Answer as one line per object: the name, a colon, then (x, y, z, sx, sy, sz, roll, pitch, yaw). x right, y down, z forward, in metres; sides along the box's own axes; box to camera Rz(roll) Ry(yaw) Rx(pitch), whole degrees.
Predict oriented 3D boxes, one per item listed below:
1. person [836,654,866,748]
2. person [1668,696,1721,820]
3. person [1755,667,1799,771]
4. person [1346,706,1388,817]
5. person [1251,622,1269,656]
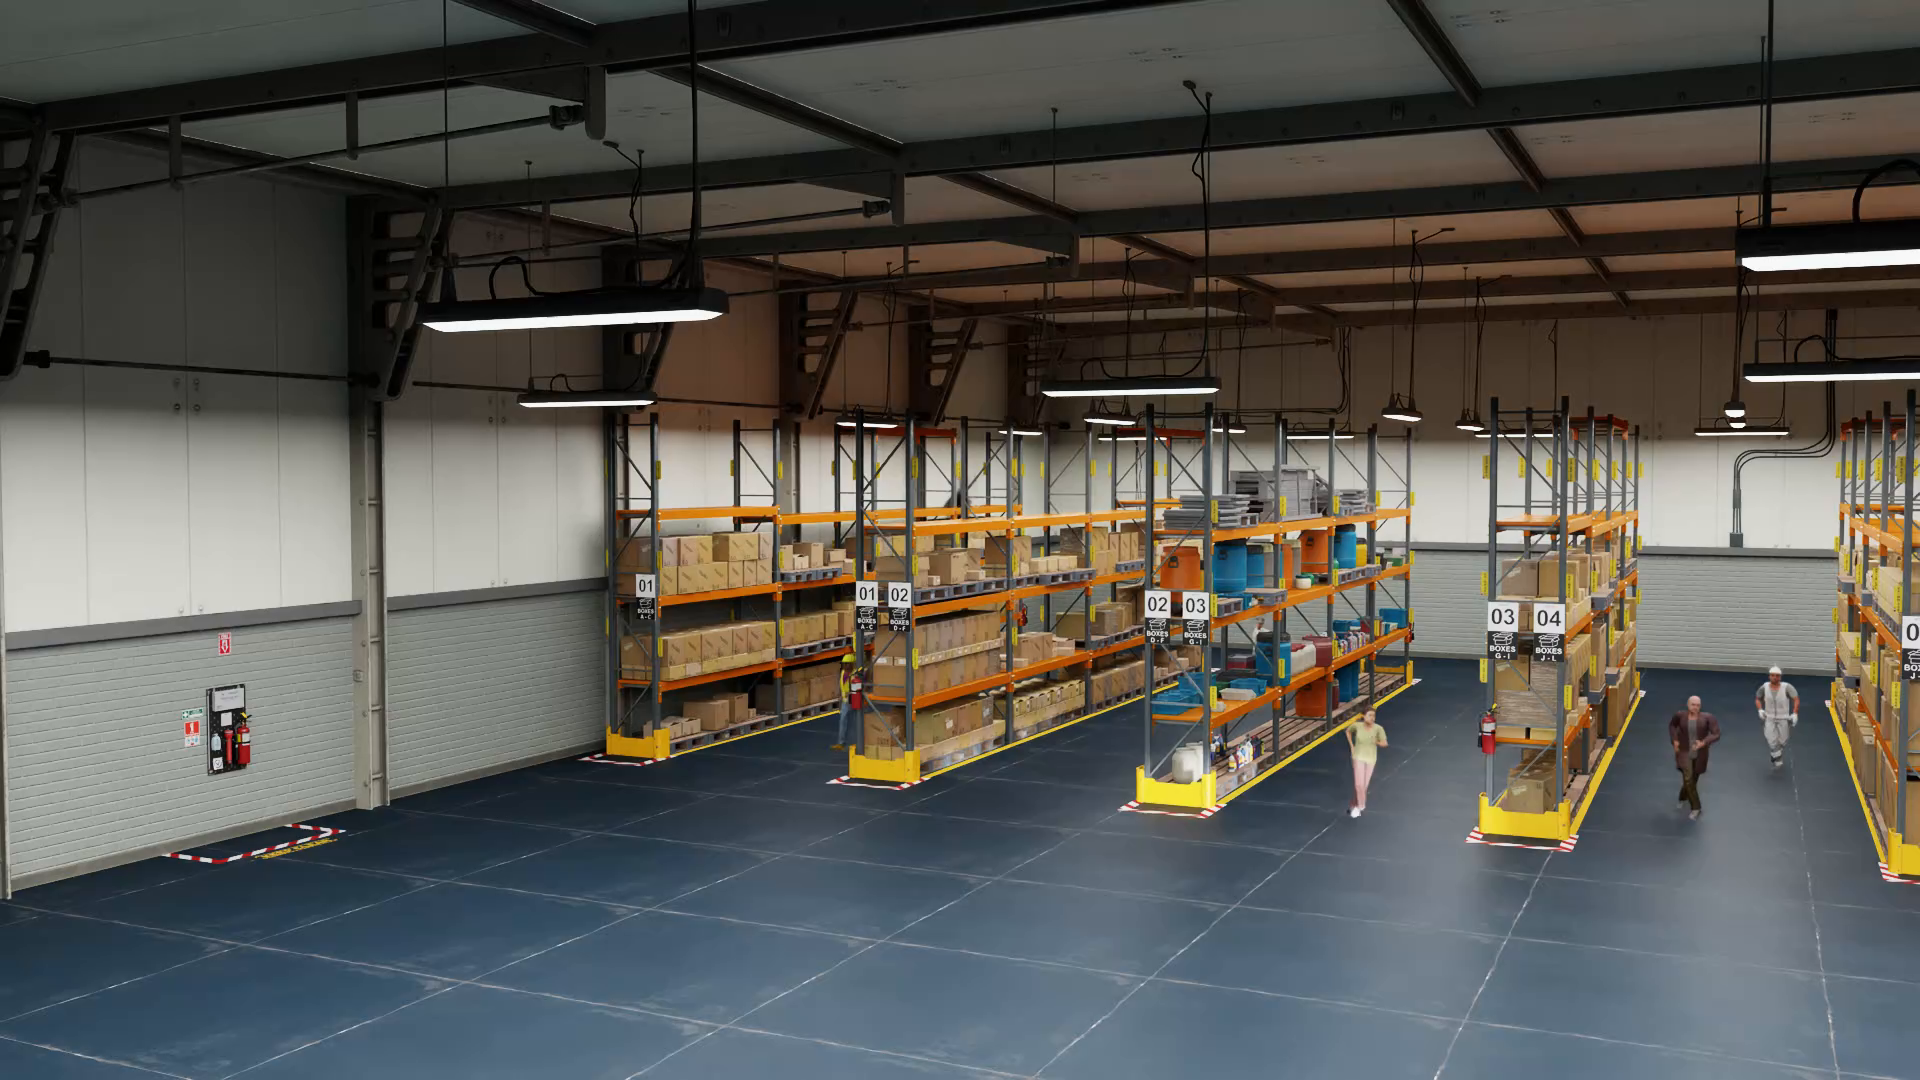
person: (-1.858, 2.827, 29.438, 0.696, 1.649, 0.966, 2, 3, 36)
person: (10.606, 3.107, 24.045, 0.663, 1.759, 0.914, 1, 3, 17)
person: (13.602, 2.968, 27.700, 0.671, 1.739, 0.569, 1, 3, 28)
person: (5.855, 3.187, 23.914, 0.514, 1.624, 0.818, 0, 2, -2)
person: (6.928, 2.594, 38.294, 0.574, 1.608, 0.820, 2, 3, 39)
